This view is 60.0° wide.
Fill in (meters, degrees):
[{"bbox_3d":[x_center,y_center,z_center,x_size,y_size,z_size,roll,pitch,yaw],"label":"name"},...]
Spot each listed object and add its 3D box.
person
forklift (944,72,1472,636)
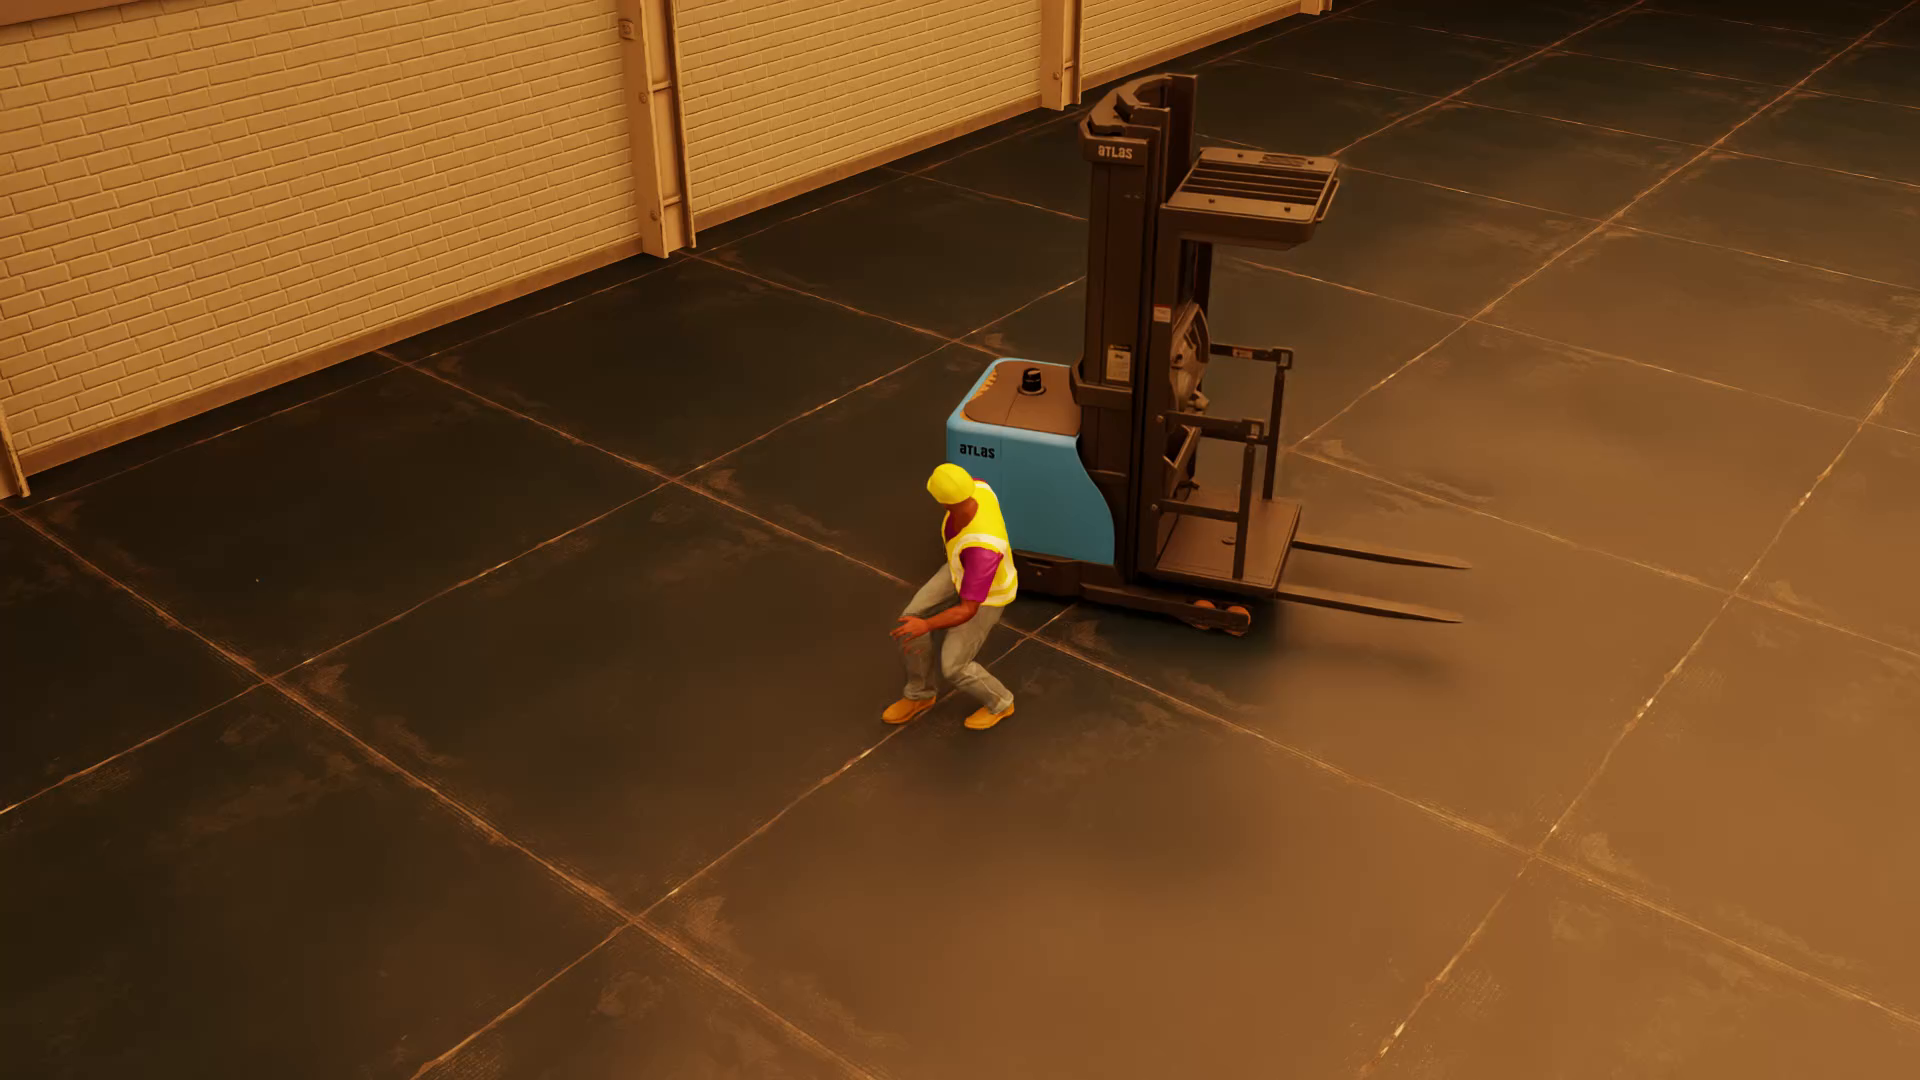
[{"bbox_3d":[-0.065,0.246,8.566,0.797,1.556,0.807,-14,33,-23],"label":"person"},{"bbox_3d":[1.480,-1.019,9.338,3.031,2.935,1.130,10,32,16],"label":"forklift"}]
